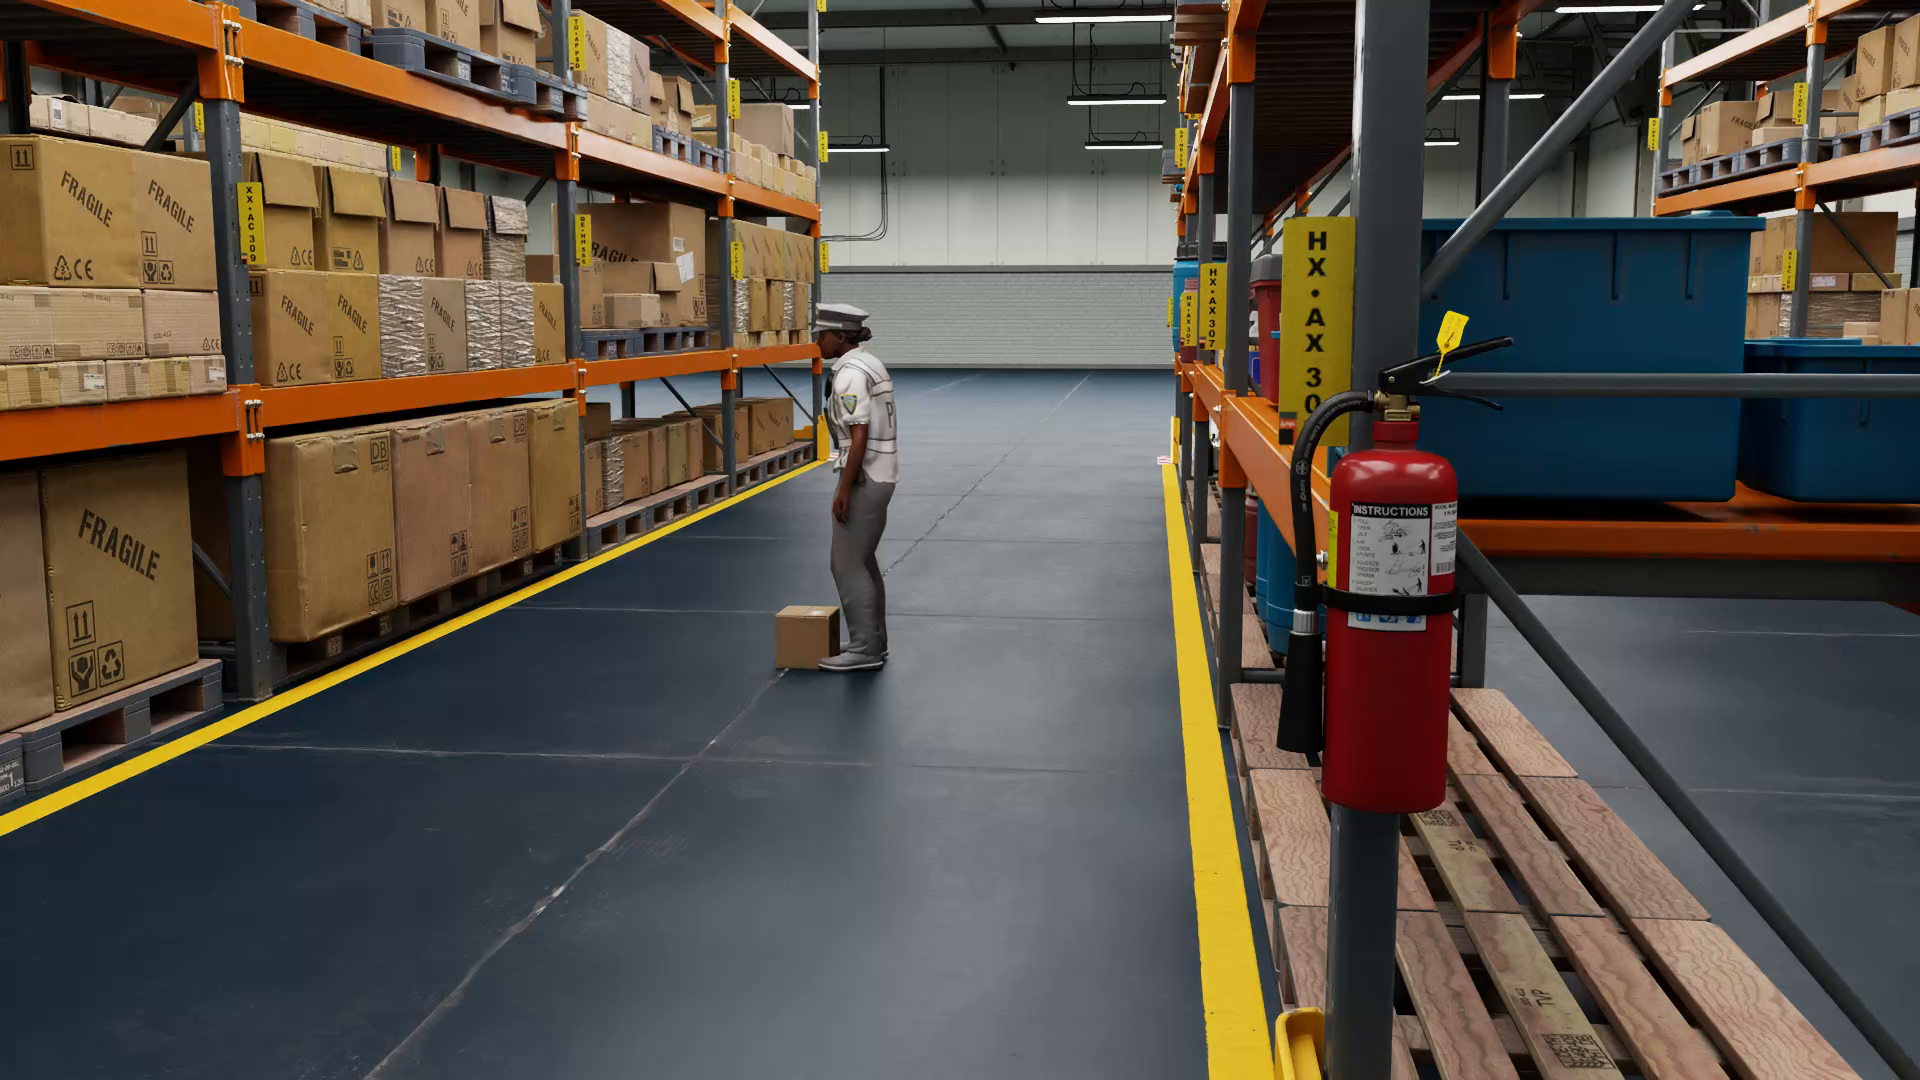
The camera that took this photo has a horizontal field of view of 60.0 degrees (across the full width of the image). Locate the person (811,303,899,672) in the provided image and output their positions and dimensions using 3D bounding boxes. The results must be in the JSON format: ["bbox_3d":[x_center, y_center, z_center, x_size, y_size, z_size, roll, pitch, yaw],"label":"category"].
[{"bbox_3d":[-0.473,-0.246,7.605,0.393,1.663,0.528,1,8,4],"label":"person"}]
